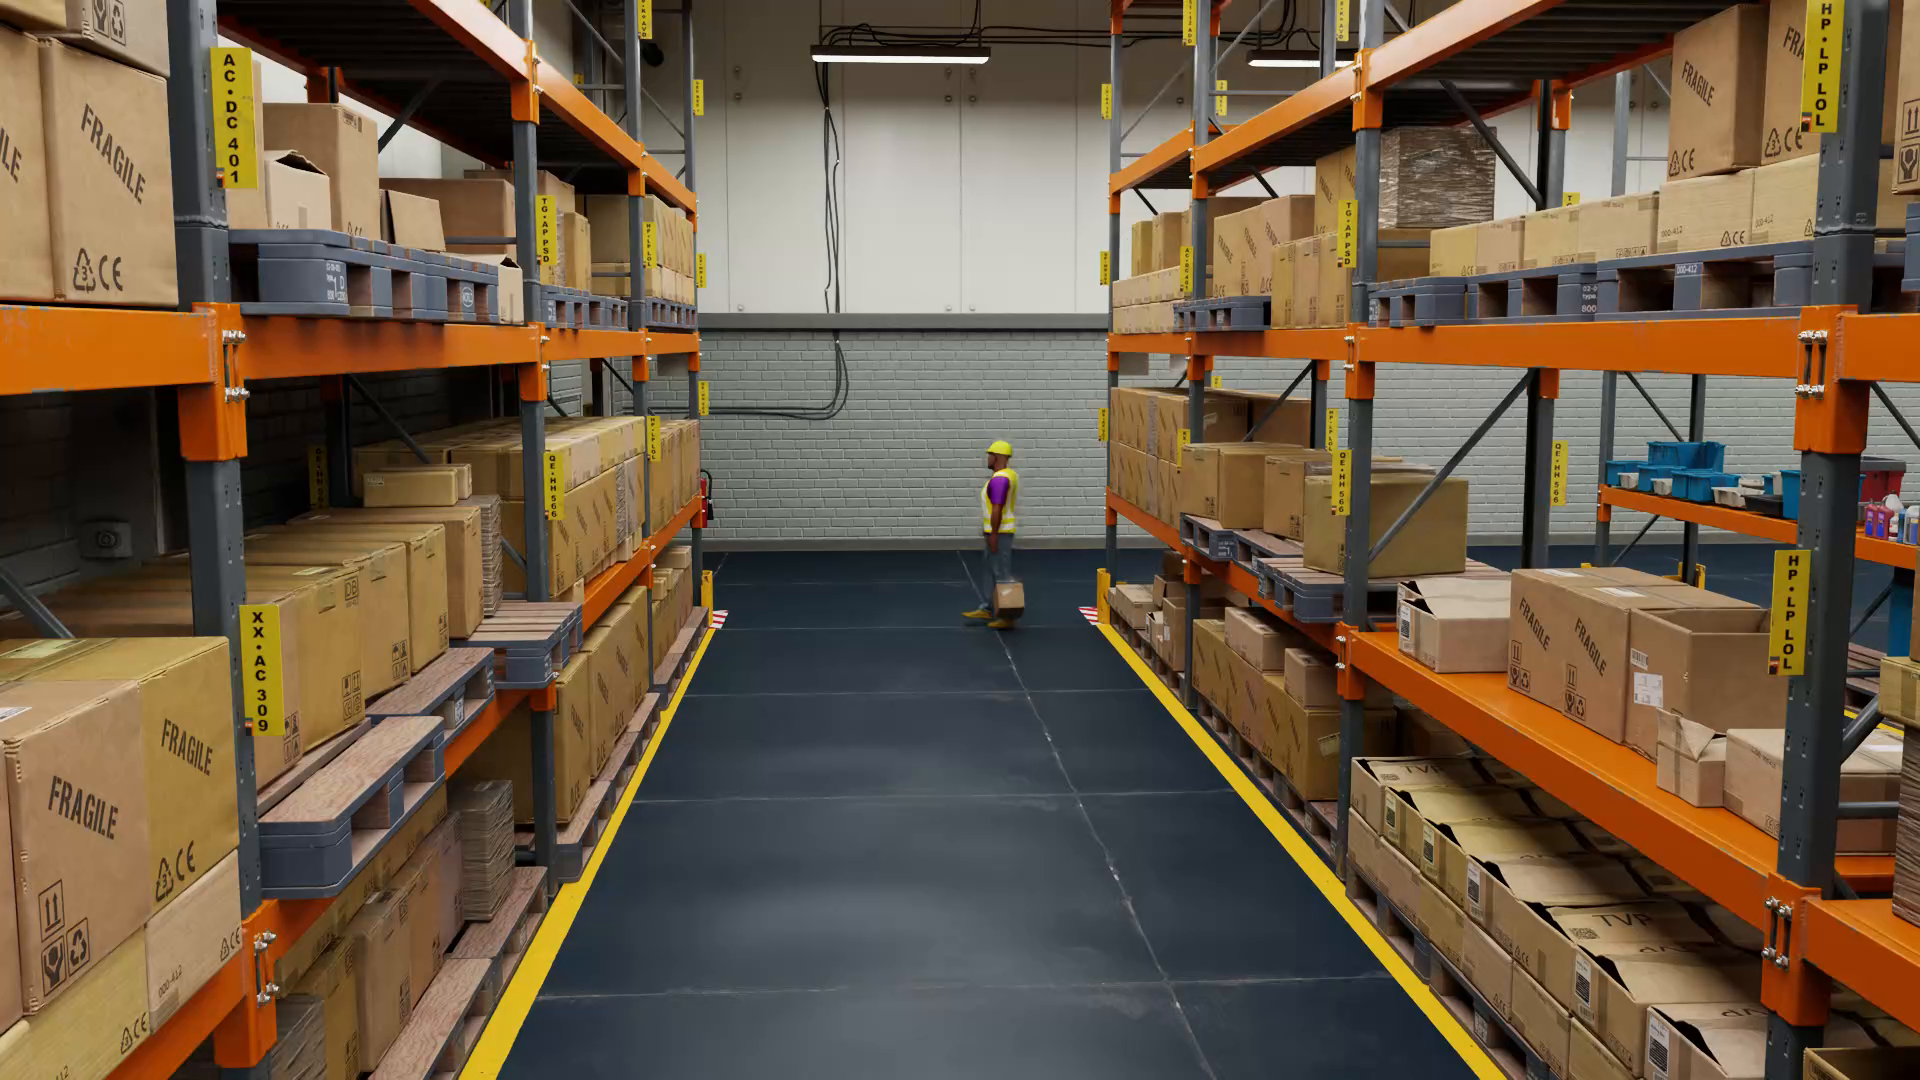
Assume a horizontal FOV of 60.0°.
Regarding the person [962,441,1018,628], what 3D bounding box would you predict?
[{"bbox_3d":[0.286,-0.068,15.994,0.539,1.766,0.624,1,7,5],"label":"person"}]
